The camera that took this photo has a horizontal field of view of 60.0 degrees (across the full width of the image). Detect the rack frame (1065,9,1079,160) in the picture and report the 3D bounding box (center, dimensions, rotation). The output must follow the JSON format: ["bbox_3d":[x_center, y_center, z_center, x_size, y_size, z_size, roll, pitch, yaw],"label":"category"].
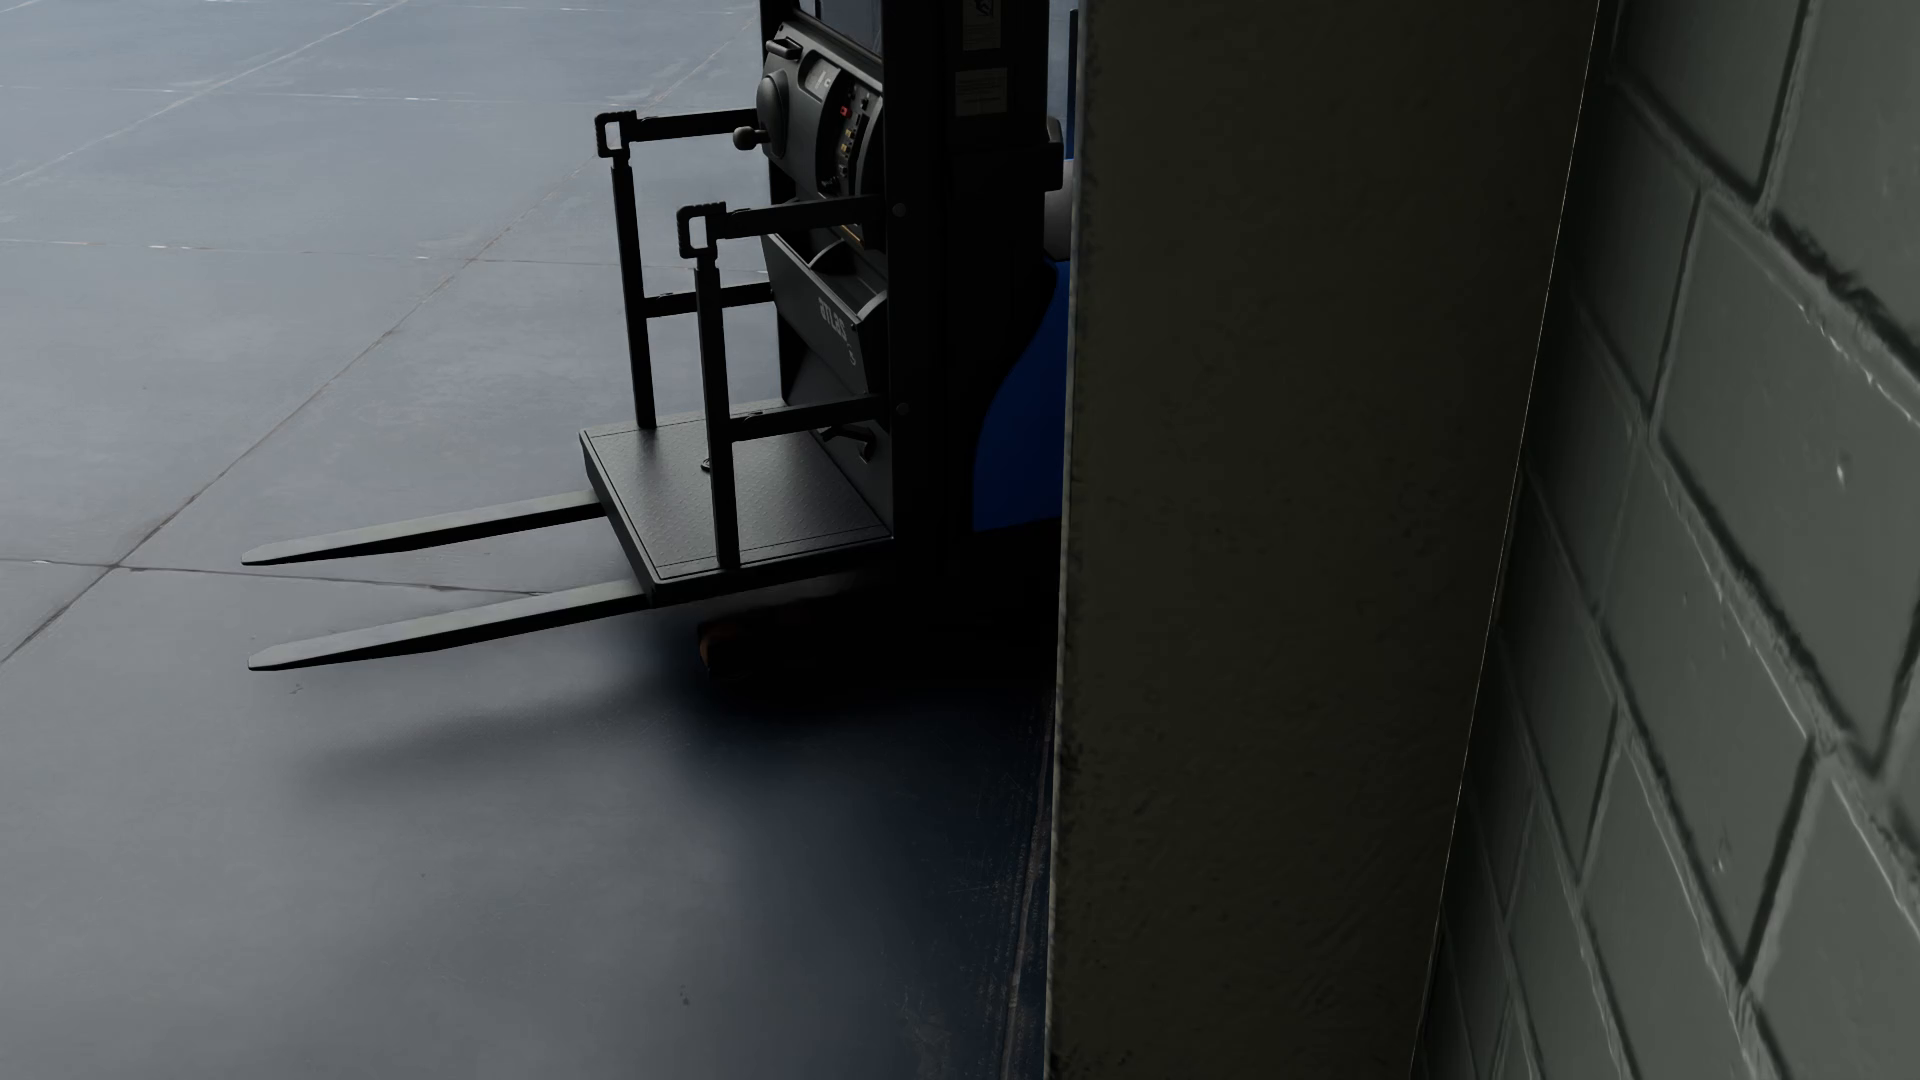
[{"bbox_3d":[0.614,-1.085,5.847,0.500,1.500,0.032,3,28,6],"label":"rack frame"}]

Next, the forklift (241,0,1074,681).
[{"bbox_3d":[-0.576,-1.178,4.511,3.031,2.935,1.130,-11,30,-20],"label":"forklift"}]

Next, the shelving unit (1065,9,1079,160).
[{"bbox_3d":[0.673,-1.329,6.299,0.587,1.500,1.083,3,28,6],"label":"shelving unit"}]
